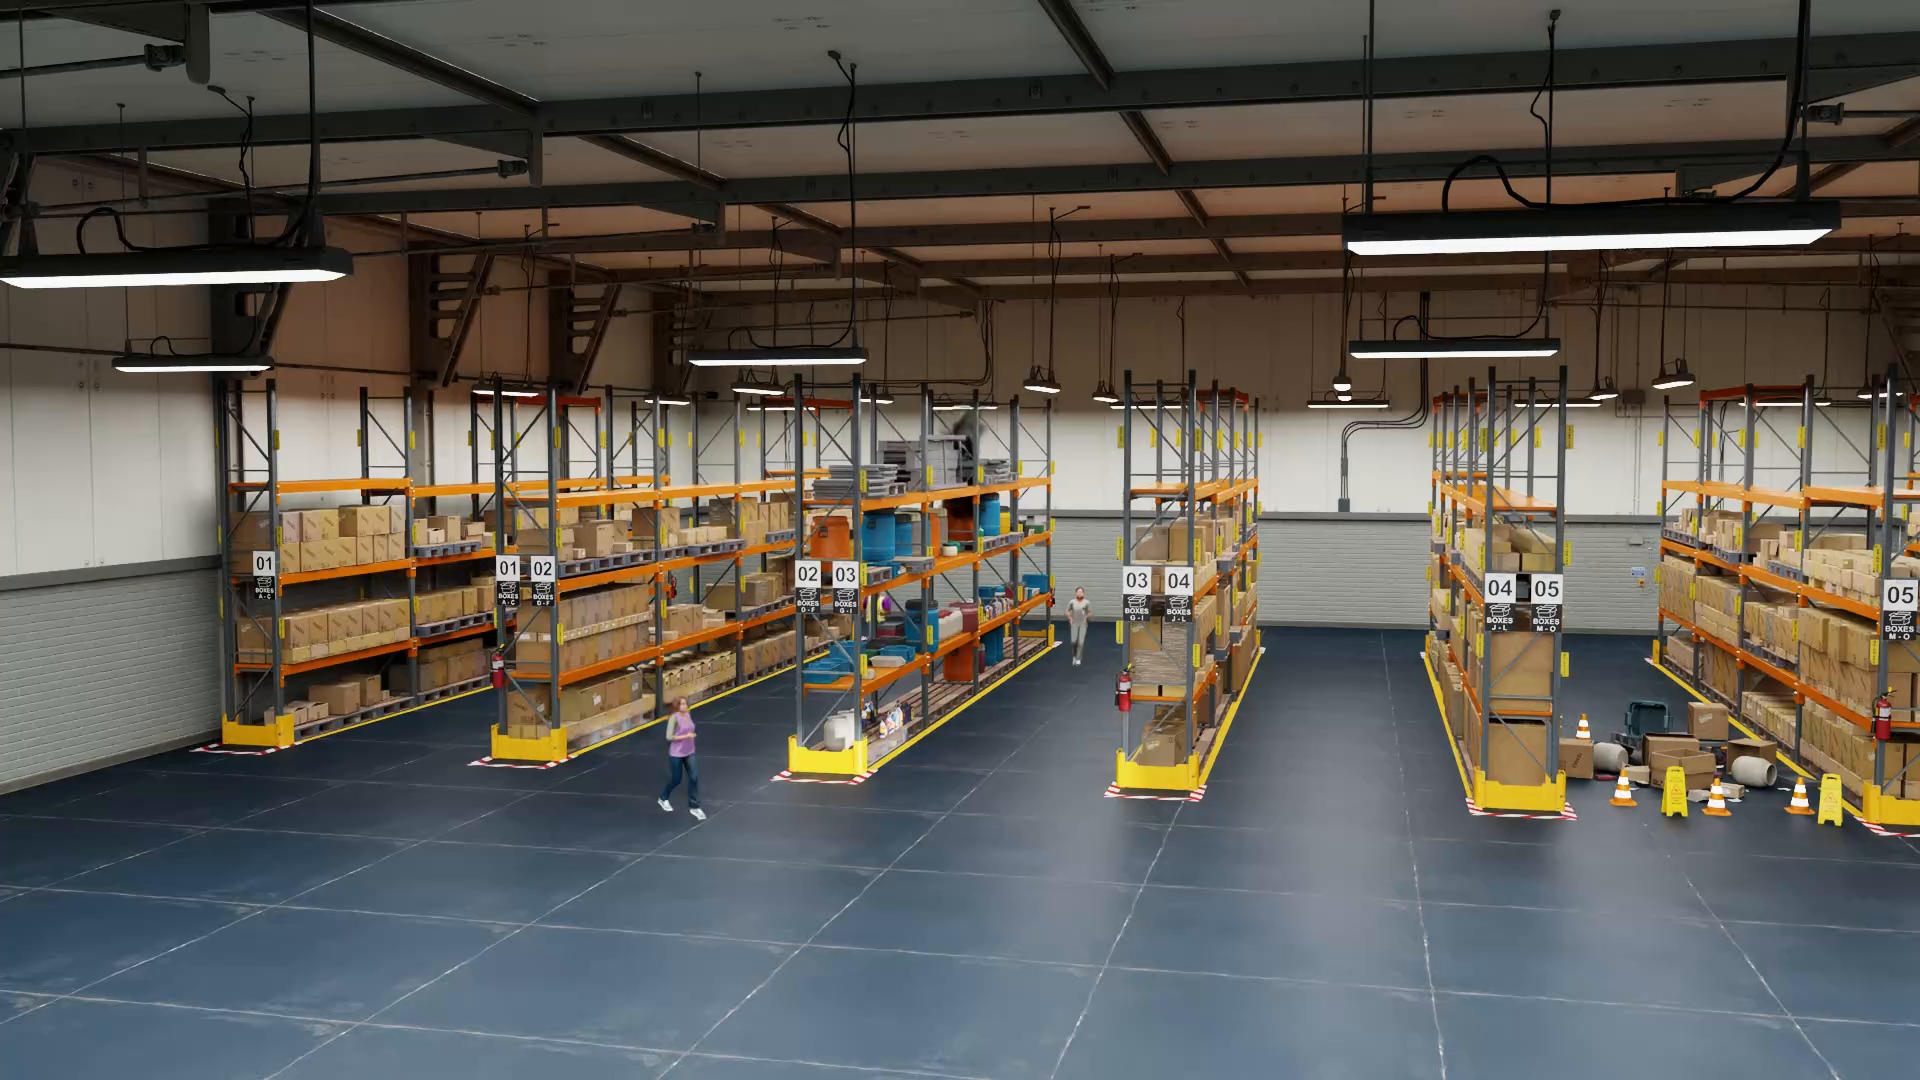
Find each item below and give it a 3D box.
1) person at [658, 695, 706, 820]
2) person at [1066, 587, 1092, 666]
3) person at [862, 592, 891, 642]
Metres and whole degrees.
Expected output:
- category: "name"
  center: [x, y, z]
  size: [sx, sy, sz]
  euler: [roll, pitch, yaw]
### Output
- category: "person"
  center: [-3.686, 2.858, 21.997]
  size: [0.798, 1.612, 0.532]
  euler: [3, 4, 38]
- category: "person"
  center: [2.492, 1.814, 34.846]
  size: [0.538, 1.662, 0.576]
  euler: [0, 3, 3]
- category: "person"
  center: [-1.921, 1.871, 37.715]
  size: [0.714, 1.741, 0.862]
  euler: [0, 3, 6]
